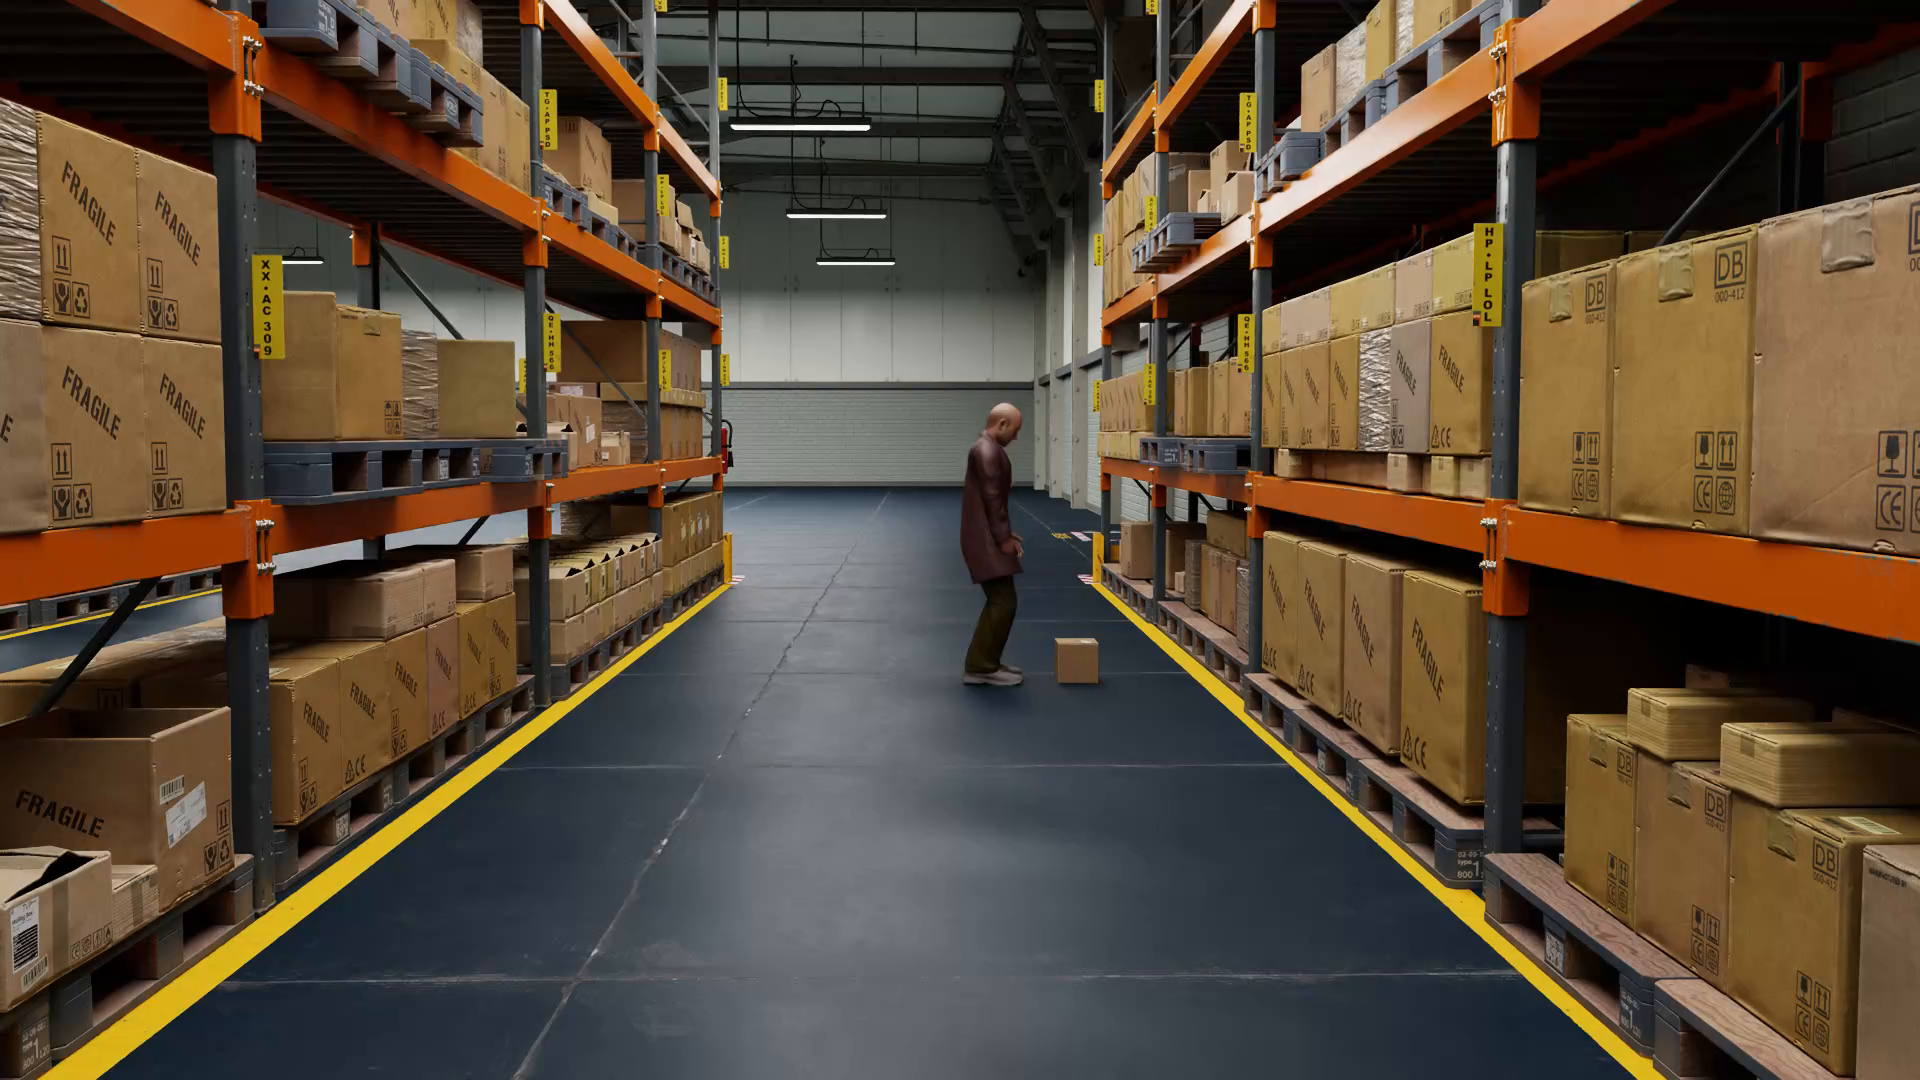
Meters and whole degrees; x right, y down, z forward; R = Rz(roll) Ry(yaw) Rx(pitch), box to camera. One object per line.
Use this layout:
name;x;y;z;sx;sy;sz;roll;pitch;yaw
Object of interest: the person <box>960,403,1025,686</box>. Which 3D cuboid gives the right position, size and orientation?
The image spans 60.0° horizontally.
person;0.204;0.017;10.335;0.409;1.737;0.587;0;4;0
